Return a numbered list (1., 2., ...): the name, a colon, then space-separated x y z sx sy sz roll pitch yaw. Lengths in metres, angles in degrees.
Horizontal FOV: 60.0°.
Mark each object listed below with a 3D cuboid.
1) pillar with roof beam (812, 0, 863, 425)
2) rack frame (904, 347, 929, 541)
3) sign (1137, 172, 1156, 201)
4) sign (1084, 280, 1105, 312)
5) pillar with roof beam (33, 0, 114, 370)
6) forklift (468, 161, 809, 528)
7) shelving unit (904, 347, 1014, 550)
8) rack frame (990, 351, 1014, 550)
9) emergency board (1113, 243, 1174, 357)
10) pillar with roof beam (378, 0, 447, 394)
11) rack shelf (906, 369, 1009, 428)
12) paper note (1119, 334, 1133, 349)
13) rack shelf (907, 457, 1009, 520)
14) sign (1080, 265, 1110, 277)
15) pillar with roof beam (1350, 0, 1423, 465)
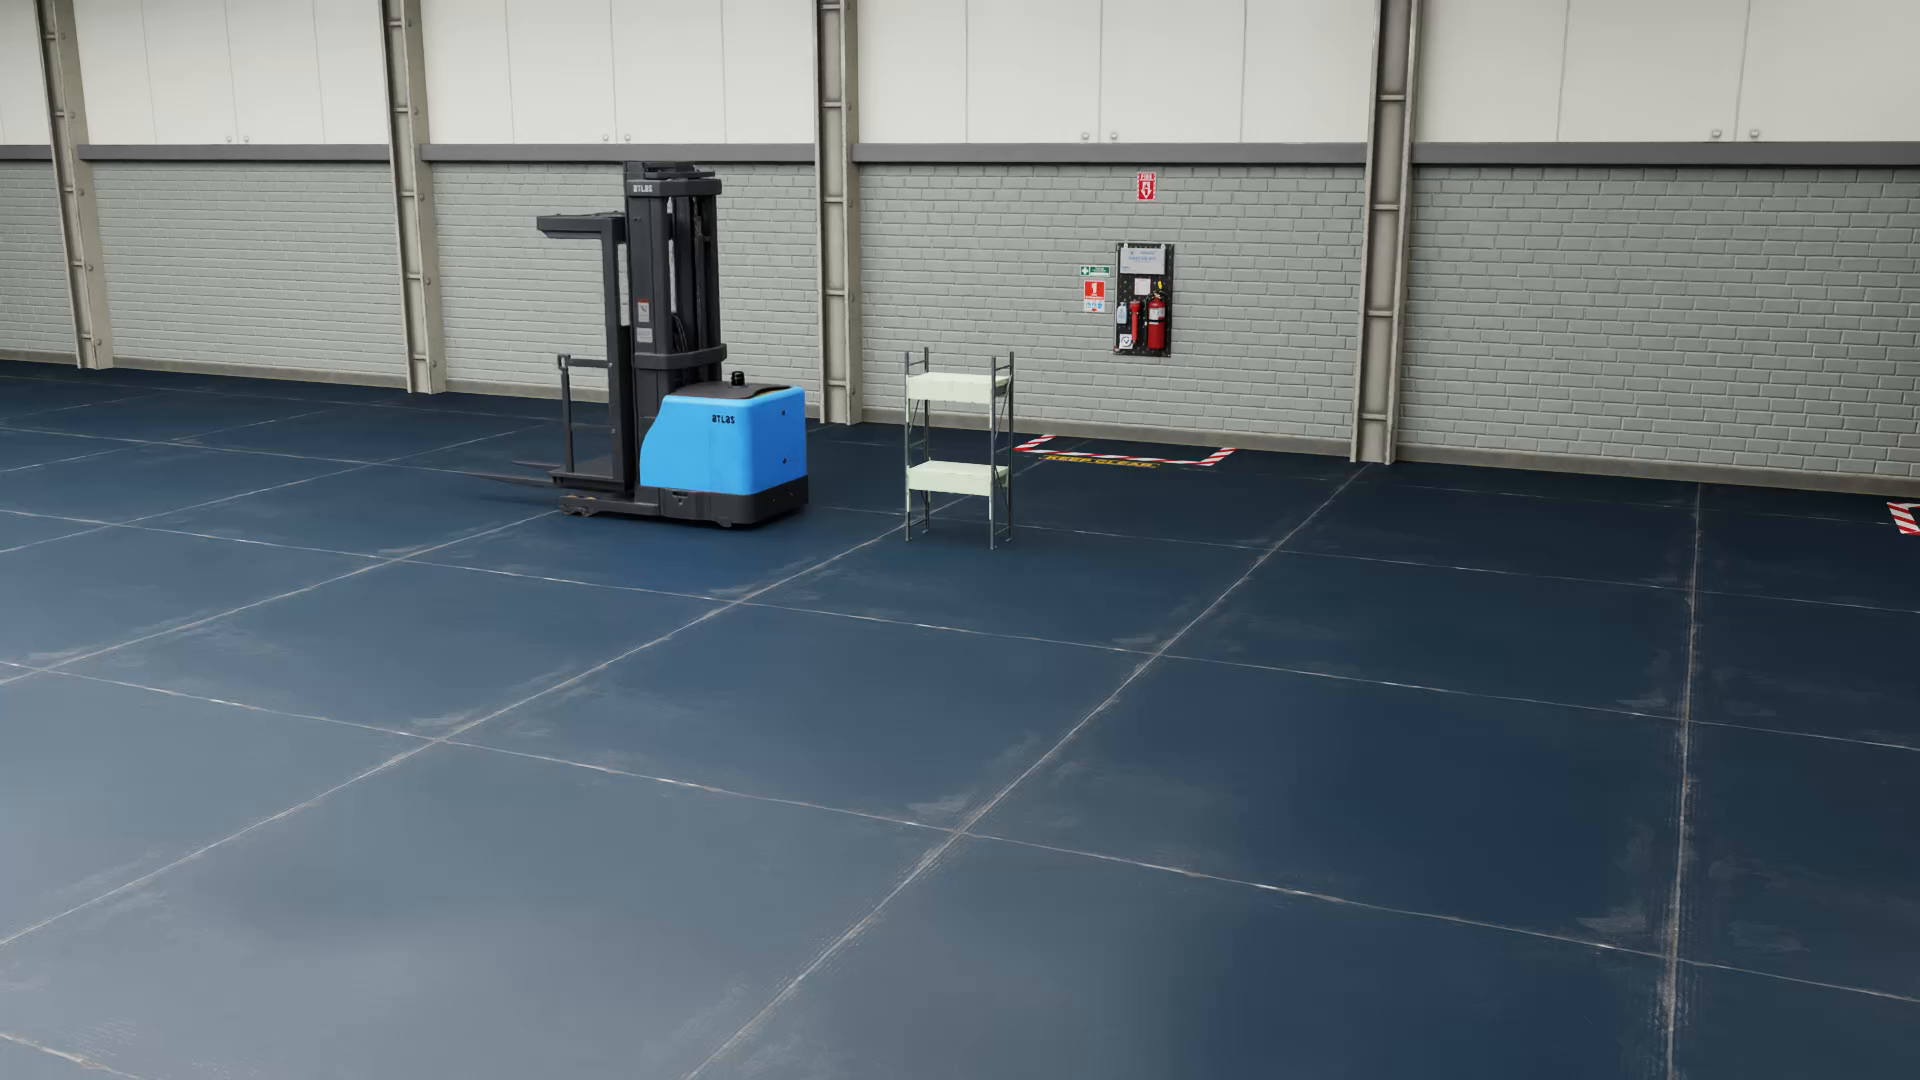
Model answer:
1. pillar with roof beam: -3.098 -4.832 14.149 0.400 9.000 9.100 6 14 23
2. rack frame: -0.341 -0.765 13.230 0.023 1.500 0.400 6 14 23
3. sign: 1.920 -3.642 17.135 0.199 0.298 0.001 6 14 23
4. sign: 1.423 -2.582 17.614 0.234 0.329 0.001 6 14 23
5. pillar with roof beam: -14.070 -5.942 18.880 0.400 9.000 9.100 6 14 23
6. forklift: -2.866 -1.729 14.205 3.031 2.935 1.130 6 14 23
7. shelving unit: -0.006 -0.731 13.086 0.755 1.500 0.431 6 14 23
8. rack frame: 0.329 -0.697 12.942 0.023 1.500 0.400 6 14 23
9. emergency board: 1.887 -2.492 17.308 0.643 1.169 0.194 6 14 23
10. pillar with roof beam: -8.584 -5.387 16.515 0.400 9.000 9.100 6 14 23
11. rack shelf: -0.006 -1.111 12.997 0.720 0.370 0.431 6 14 23
12. paper note: 1.753 -2.094 17.540 0.142 0.148 0.016 6 14 23
13. rack shelf: -0.006 -0.413 13.161 0.720 0.370 0.431 6 14 23
14. sign: 1.424 -2.838 17.544 0.331 0.109 0.001 6 14 23
15. pillar with roof beam: 2.387 -4.277 11.783 0.400 9.000 9.100 6 14 23
